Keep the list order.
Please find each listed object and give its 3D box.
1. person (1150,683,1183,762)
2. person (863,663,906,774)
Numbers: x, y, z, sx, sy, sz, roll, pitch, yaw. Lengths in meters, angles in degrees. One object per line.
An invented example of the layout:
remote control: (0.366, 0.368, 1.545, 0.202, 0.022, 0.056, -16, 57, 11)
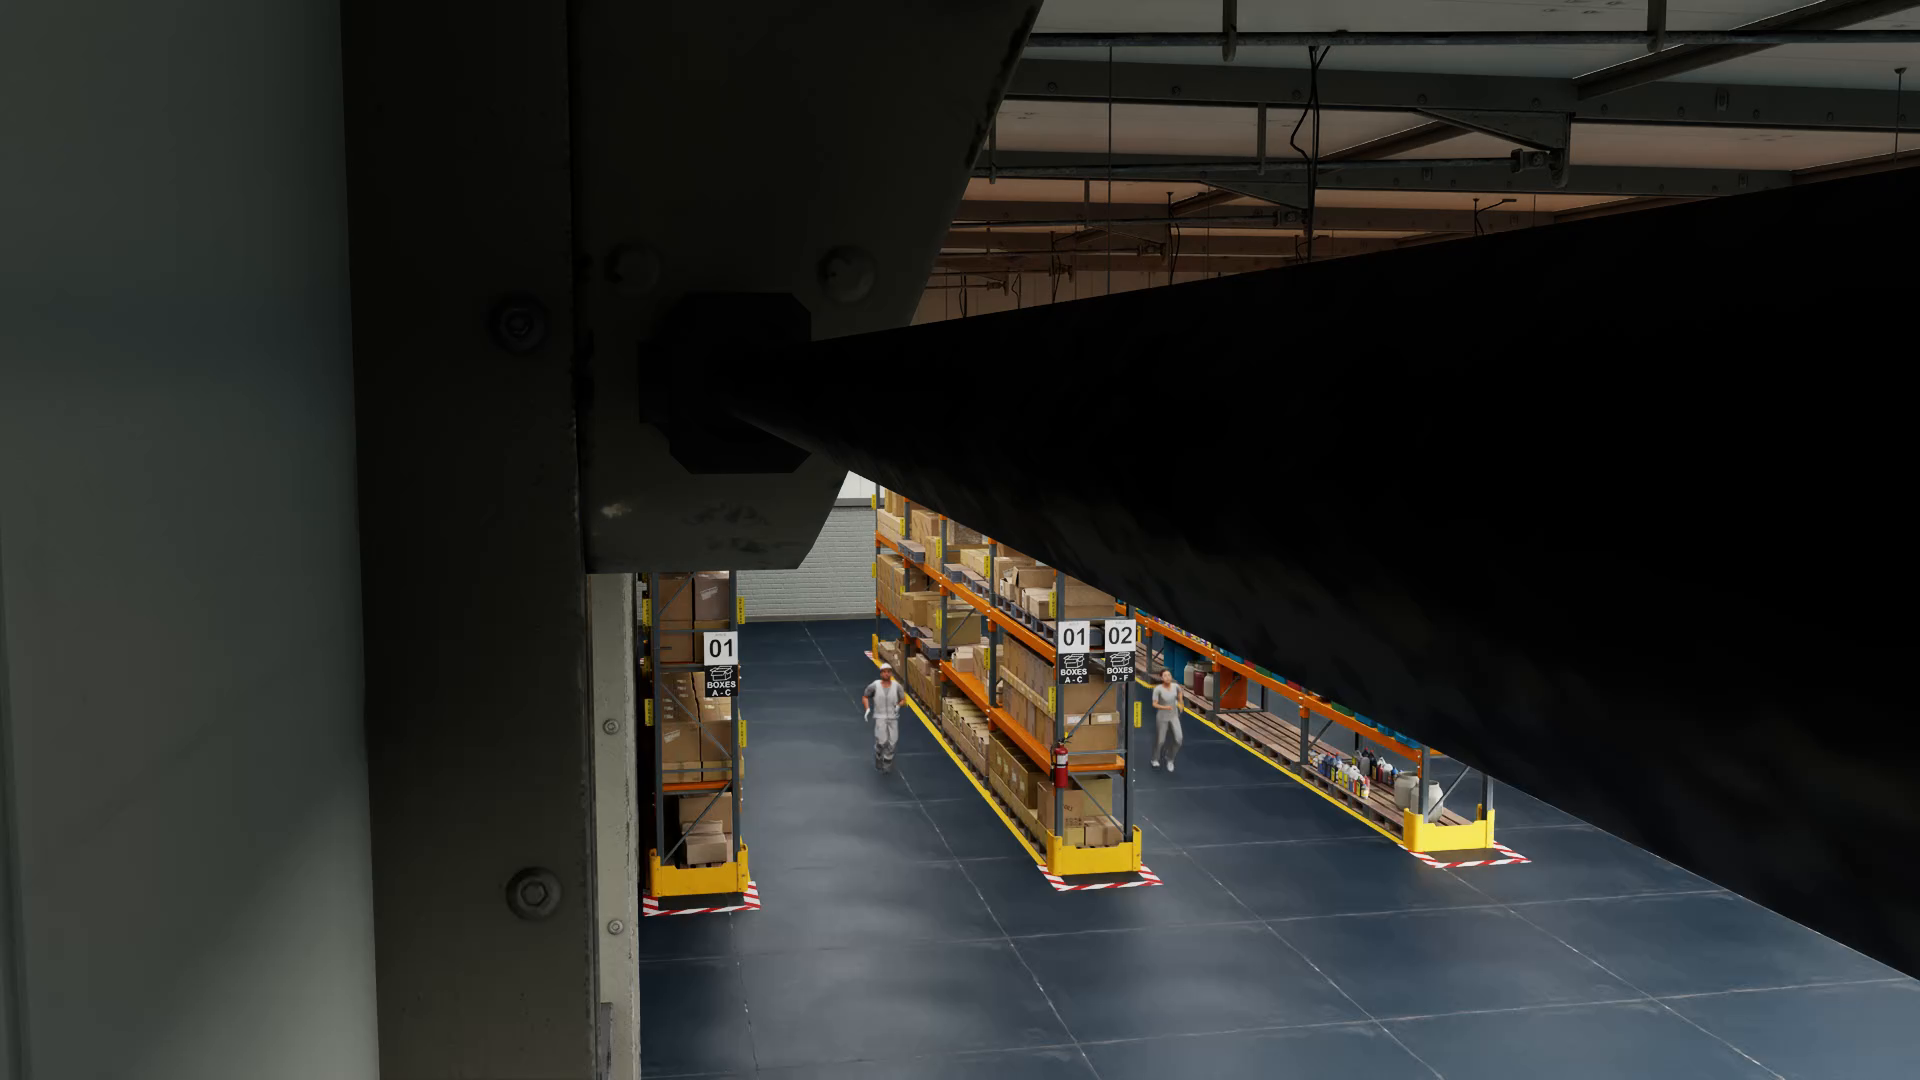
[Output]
person: (3.236, 2.890, 26.154, 0.527, 1.309, 0.739, -1, 6, -11)
person: (-1.141, 2.782, 25.757, 0.657, 1.734, 0.609, -1, 6, -12)
